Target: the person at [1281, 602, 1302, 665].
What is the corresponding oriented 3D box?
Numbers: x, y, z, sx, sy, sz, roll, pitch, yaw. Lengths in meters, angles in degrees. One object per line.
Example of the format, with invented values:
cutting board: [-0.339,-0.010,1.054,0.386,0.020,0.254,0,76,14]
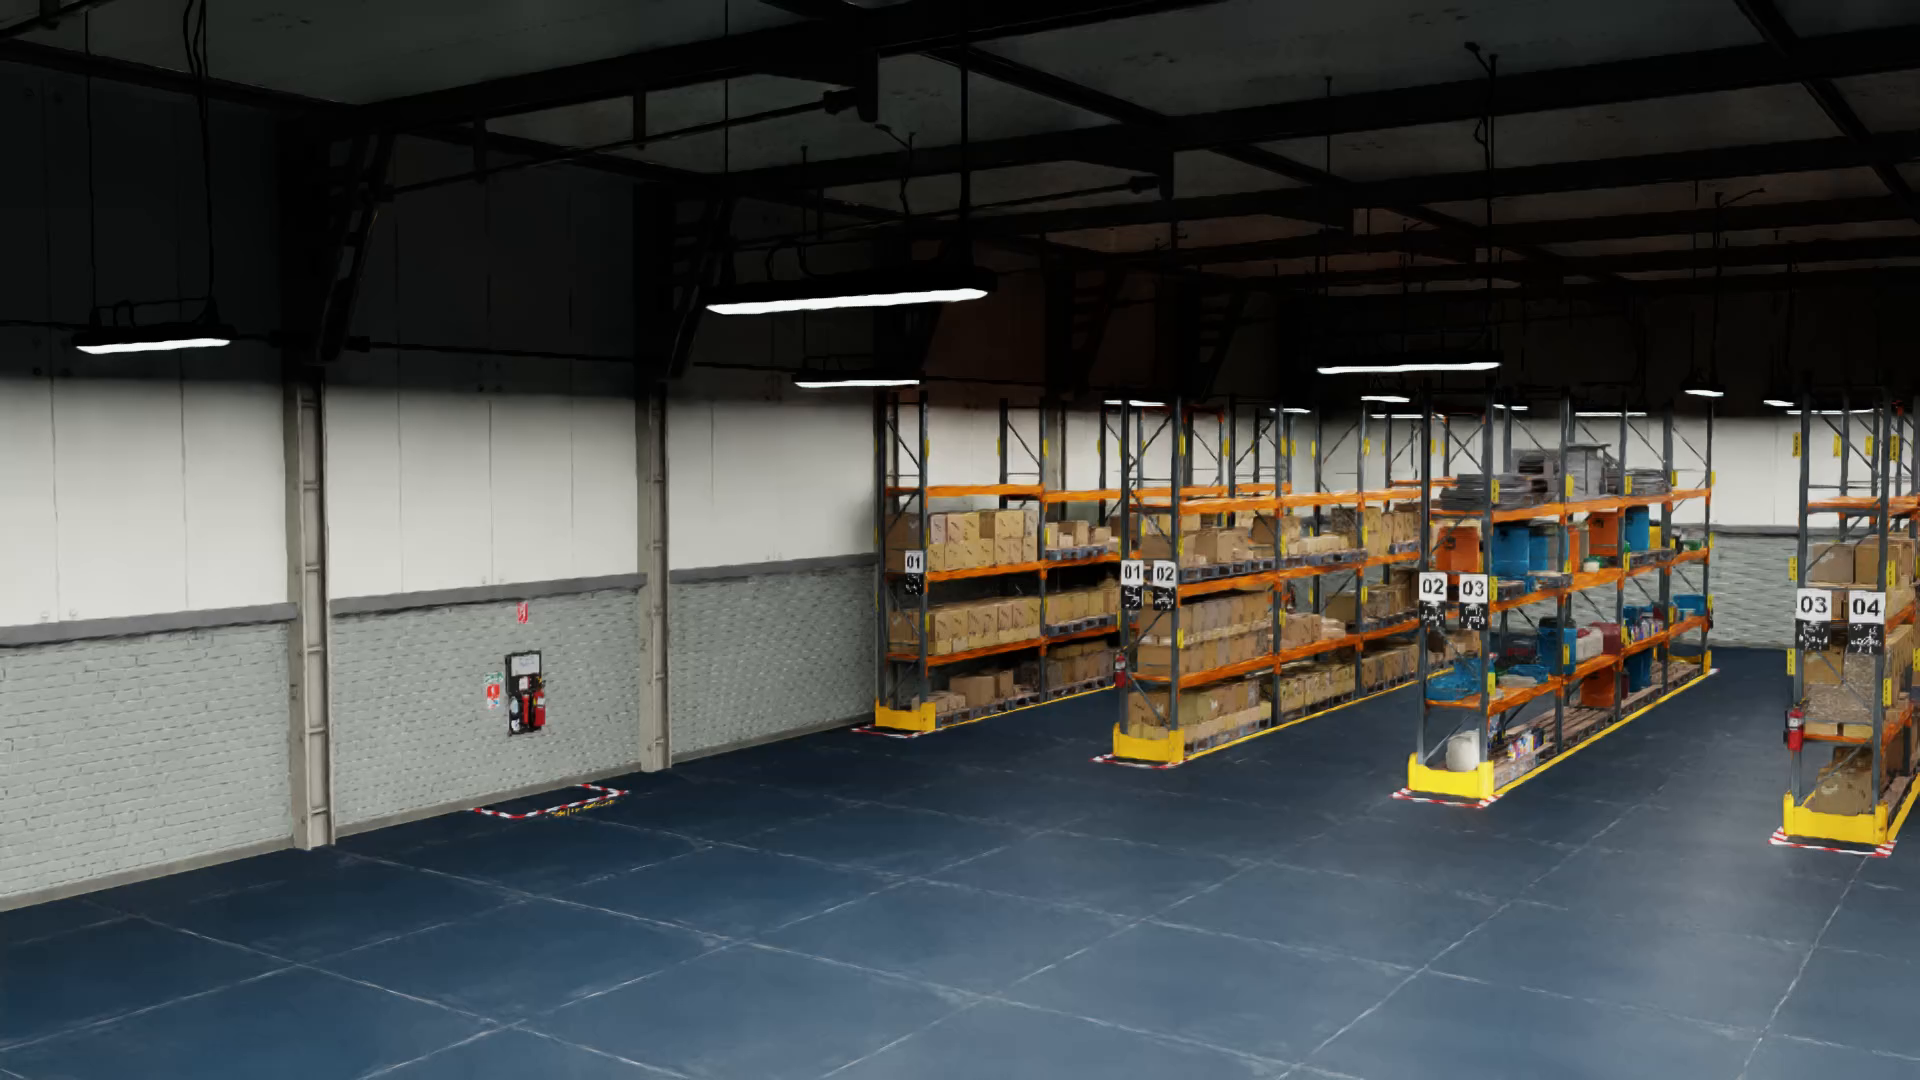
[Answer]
person: [7.144,2.167,35.753,0.682,1.715,0.542,2,4,33]
